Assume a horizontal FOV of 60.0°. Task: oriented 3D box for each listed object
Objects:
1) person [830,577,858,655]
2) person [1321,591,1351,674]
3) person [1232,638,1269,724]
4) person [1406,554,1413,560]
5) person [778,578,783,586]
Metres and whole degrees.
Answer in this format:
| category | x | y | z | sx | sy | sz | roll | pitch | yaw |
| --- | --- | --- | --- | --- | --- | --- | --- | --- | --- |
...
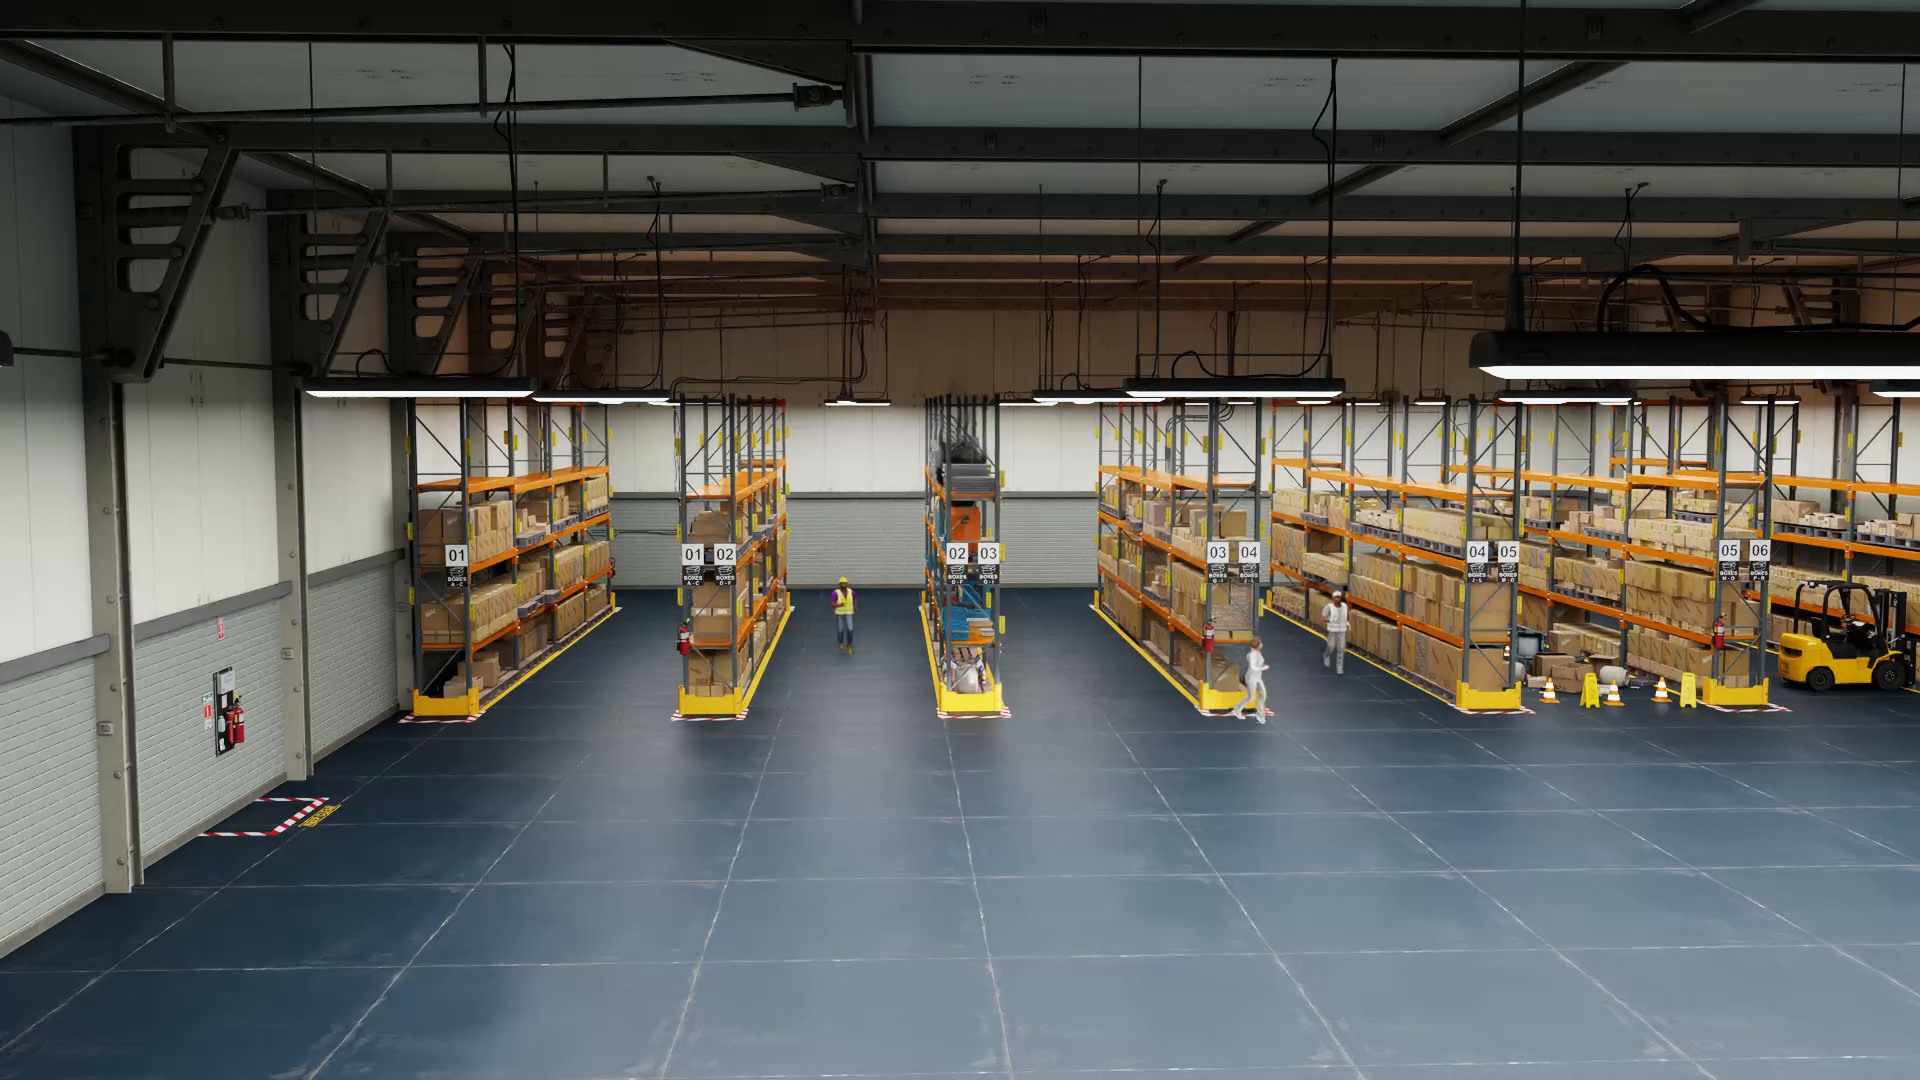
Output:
| category | x | y | z | sx | sy | sz | roll | pitch | yaw |
| --- | --- | --- | --- | --- | --- | --- | --- | --- | --- |
| person | -2.702 | 1.775 | 38.874 | 0.666 | 1.811 | 0.736 | -1 | 5 | -12 |
| person | 8.148 | 1.977 | 36.037 | 0.696 | 1.765 | 0.868 | 0 | 5 | -6 |
| person | 5.271 | 2.586 | 30.249 | 0.685 | 1.663 | 0.572 | 2 | 5 | 22 |
| person | 13.379 | 1.014 | 49.386 | 0.632 | 1.661 | 0.612 | 1 | 5 | 9 |
| person | -5.335 | 1.088 | 48.383 | 0.543 | 1.629 | 0.577 | 2 | 5 | 22 |
